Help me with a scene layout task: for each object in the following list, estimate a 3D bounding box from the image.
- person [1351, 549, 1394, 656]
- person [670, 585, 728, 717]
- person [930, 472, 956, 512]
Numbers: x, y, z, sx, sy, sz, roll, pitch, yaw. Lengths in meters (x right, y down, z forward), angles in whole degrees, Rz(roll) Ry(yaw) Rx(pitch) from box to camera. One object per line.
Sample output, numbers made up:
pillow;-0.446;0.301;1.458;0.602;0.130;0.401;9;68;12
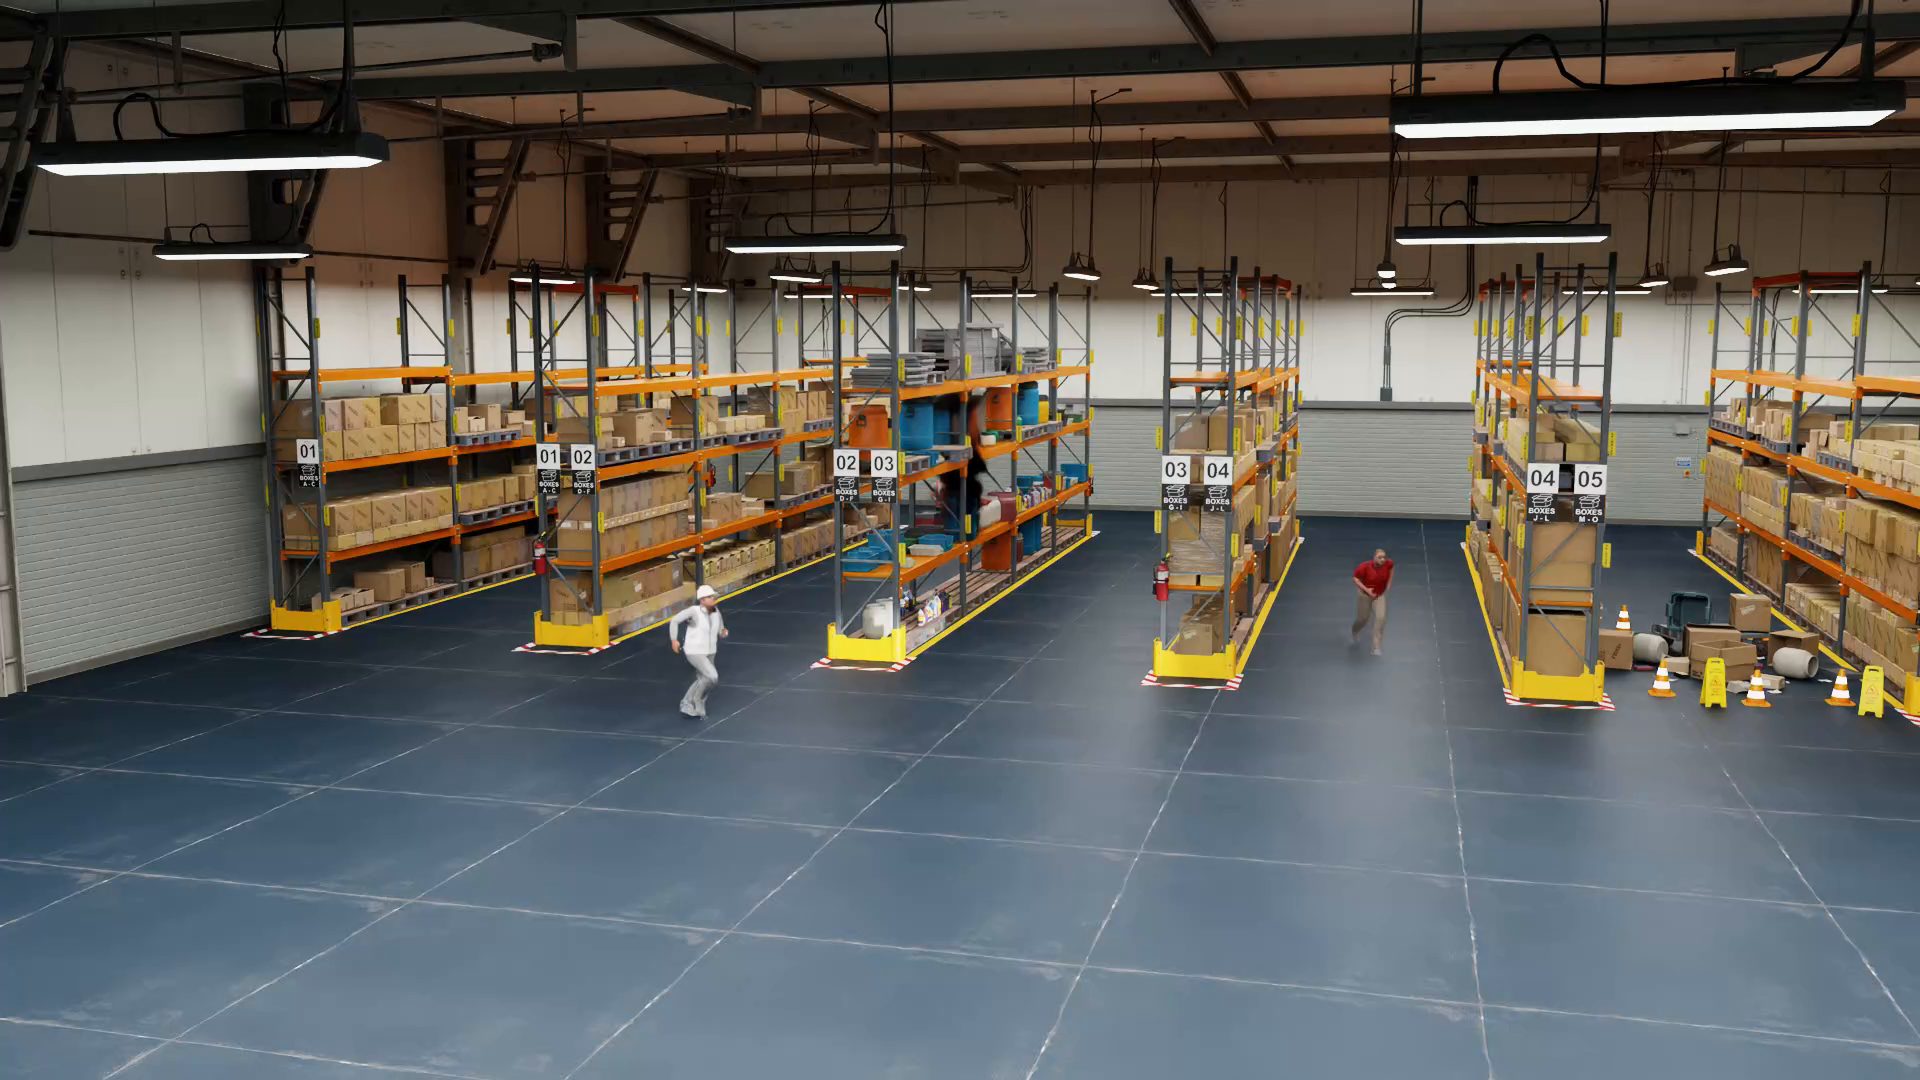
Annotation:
person;6.391;0.926;25.974;0.703;1.694;1.020;-1;7;-11
person;-3.298;1.431;21.276;0.777;1.724;0.689;5;9;37
person;-0.402;-0.723;38.198;0.590;1.831;0.835;1;7;11
